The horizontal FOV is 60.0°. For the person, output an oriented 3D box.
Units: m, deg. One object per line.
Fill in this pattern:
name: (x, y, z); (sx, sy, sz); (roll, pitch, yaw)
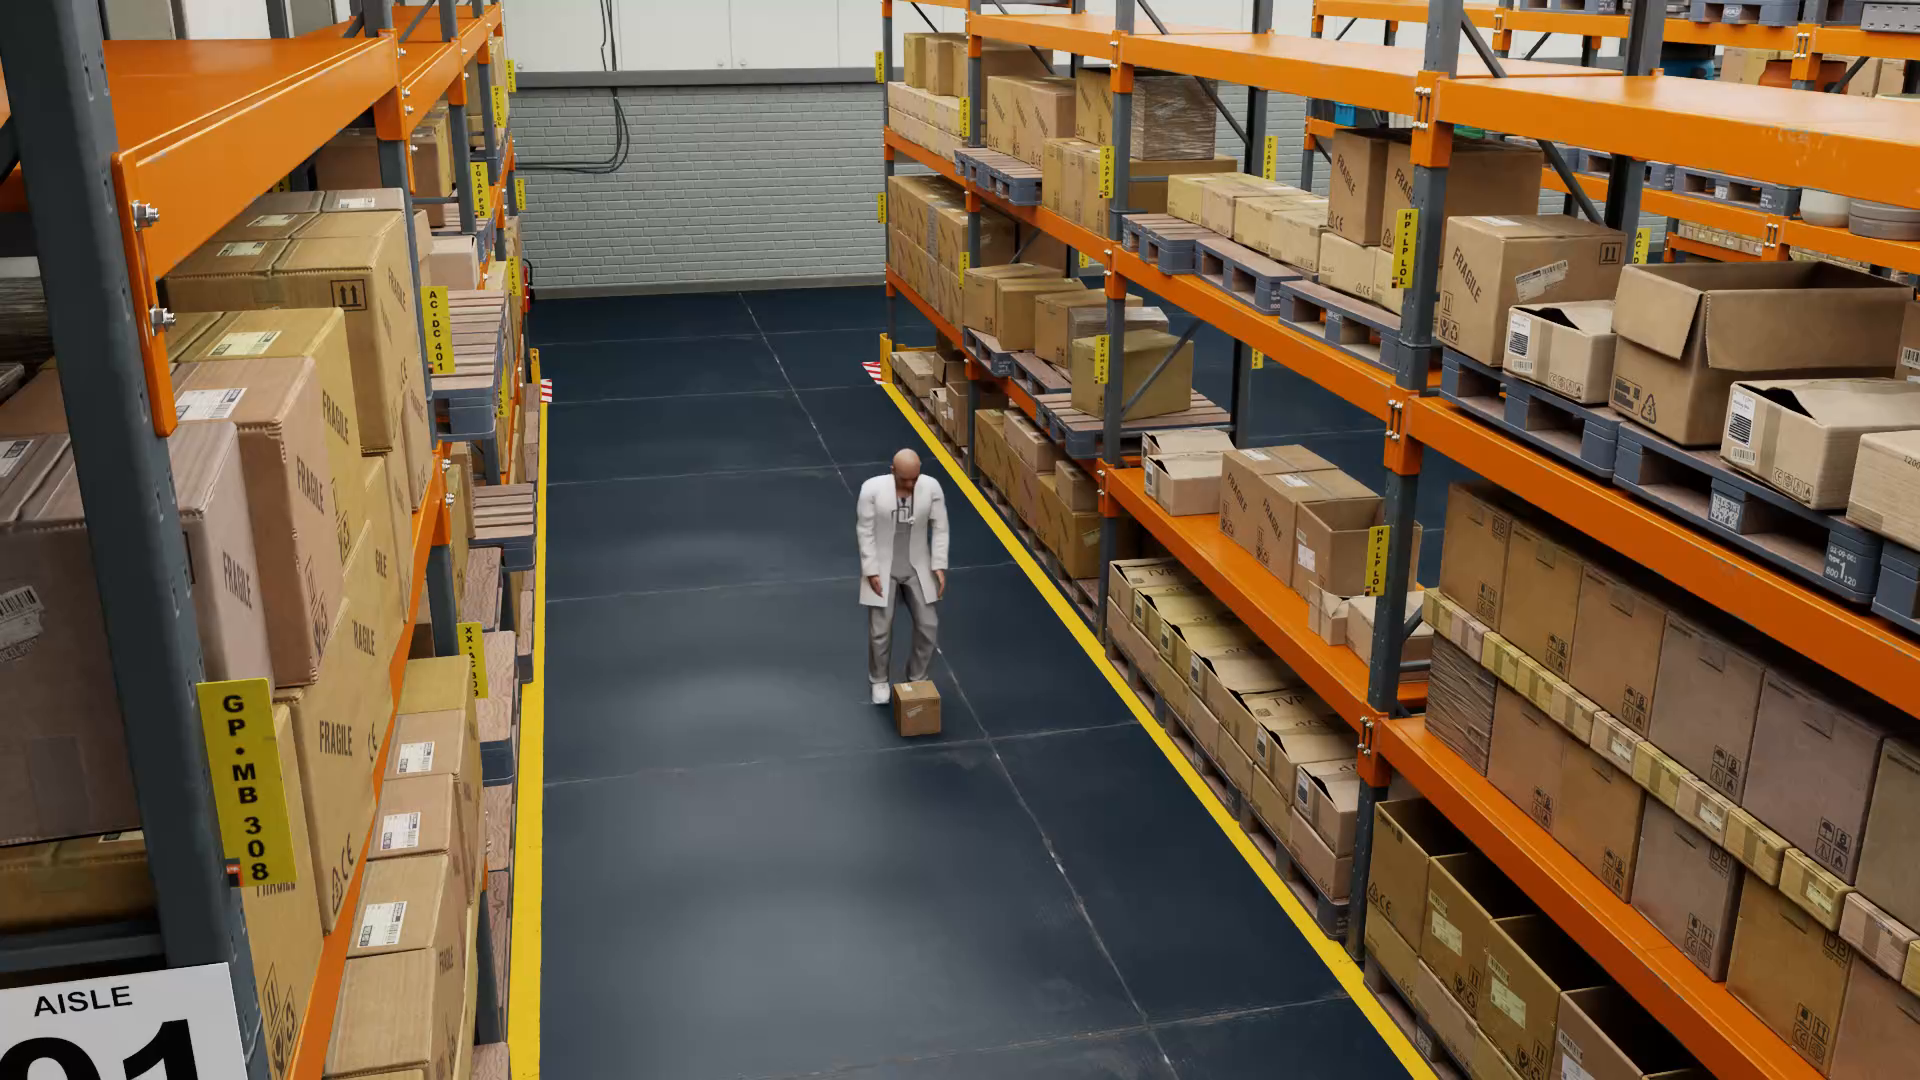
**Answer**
person: (-0.361, 0.209, 10.637); (0.599, 1.697, 0.459); (-4, 20, -11)
